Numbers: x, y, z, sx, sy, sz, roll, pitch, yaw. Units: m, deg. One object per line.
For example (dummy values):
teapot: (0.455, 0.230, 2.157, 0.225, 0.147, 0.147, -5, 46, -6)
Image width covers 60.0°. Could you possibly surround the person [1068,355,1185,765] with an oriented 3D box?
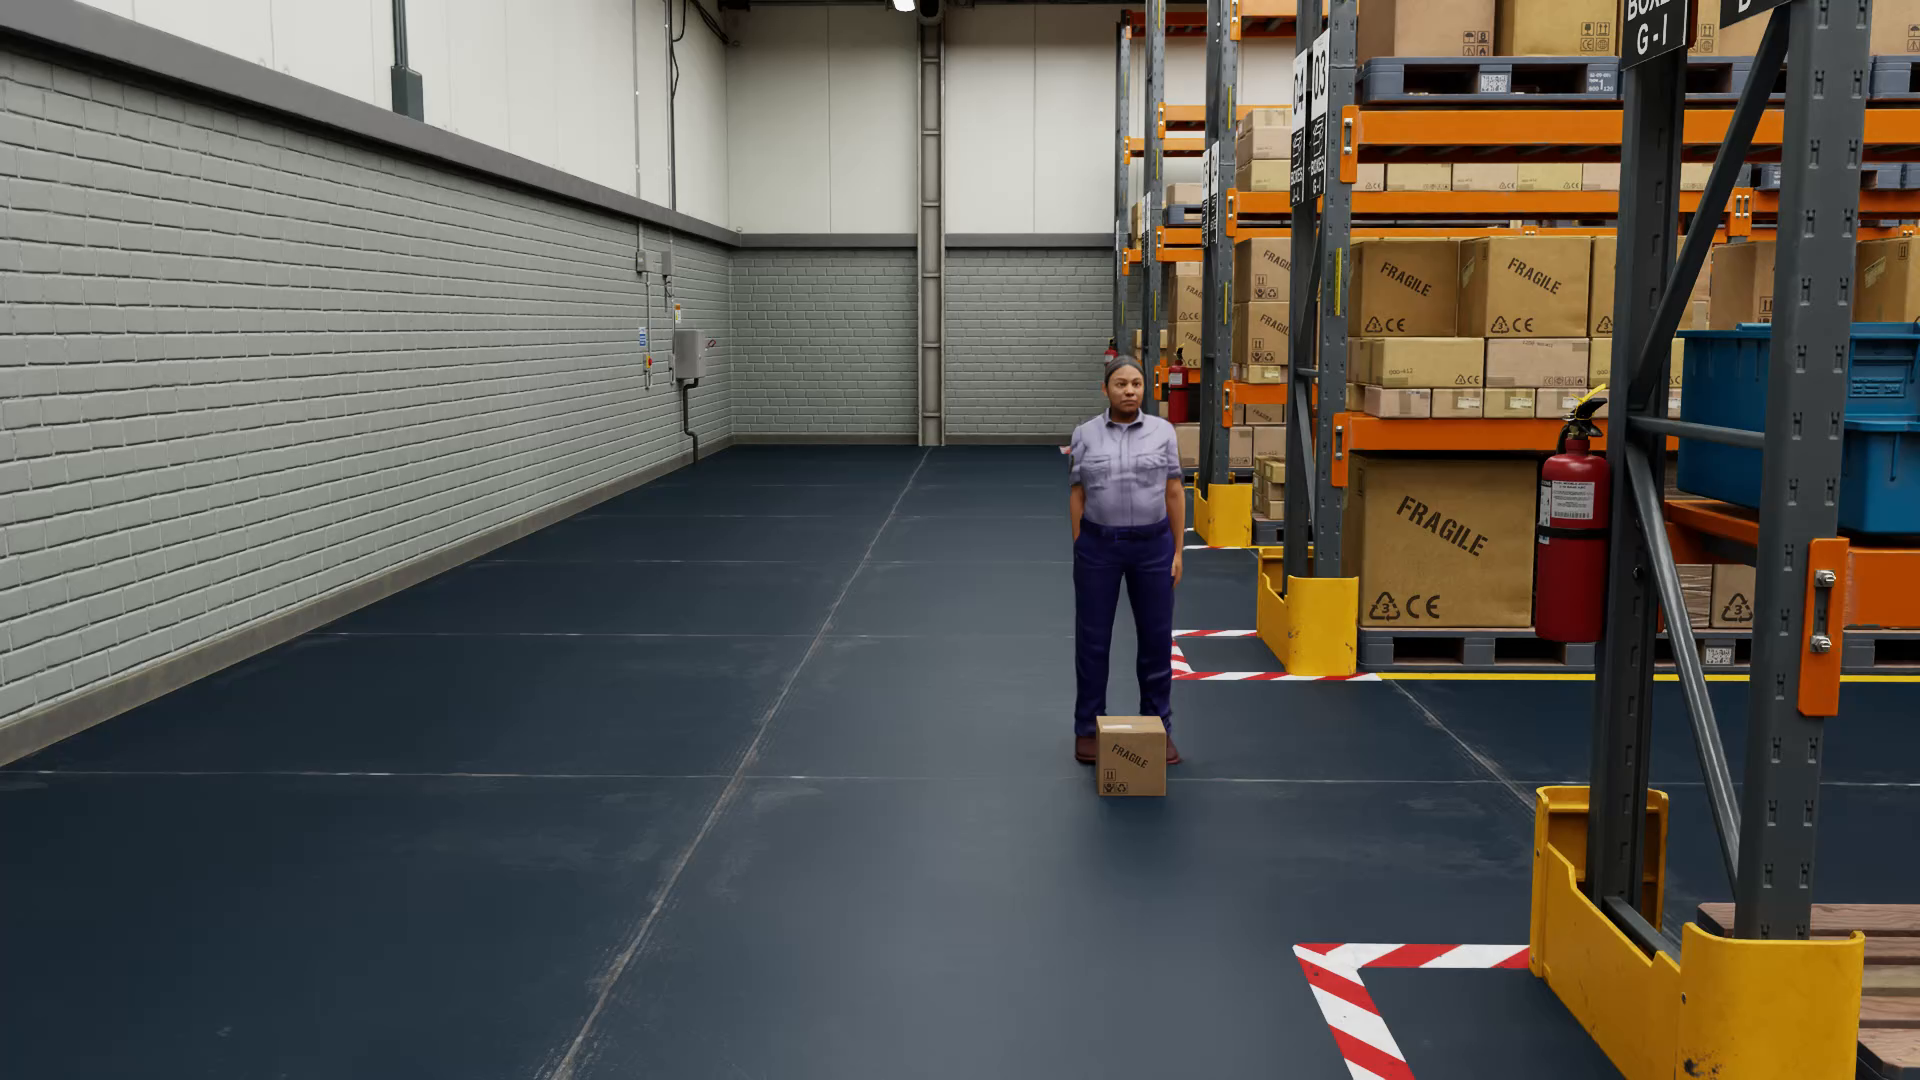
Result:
person: (0.675, 0.089, 6.745, 0.476, 1.642, 0.327, 0, 7, 3)
